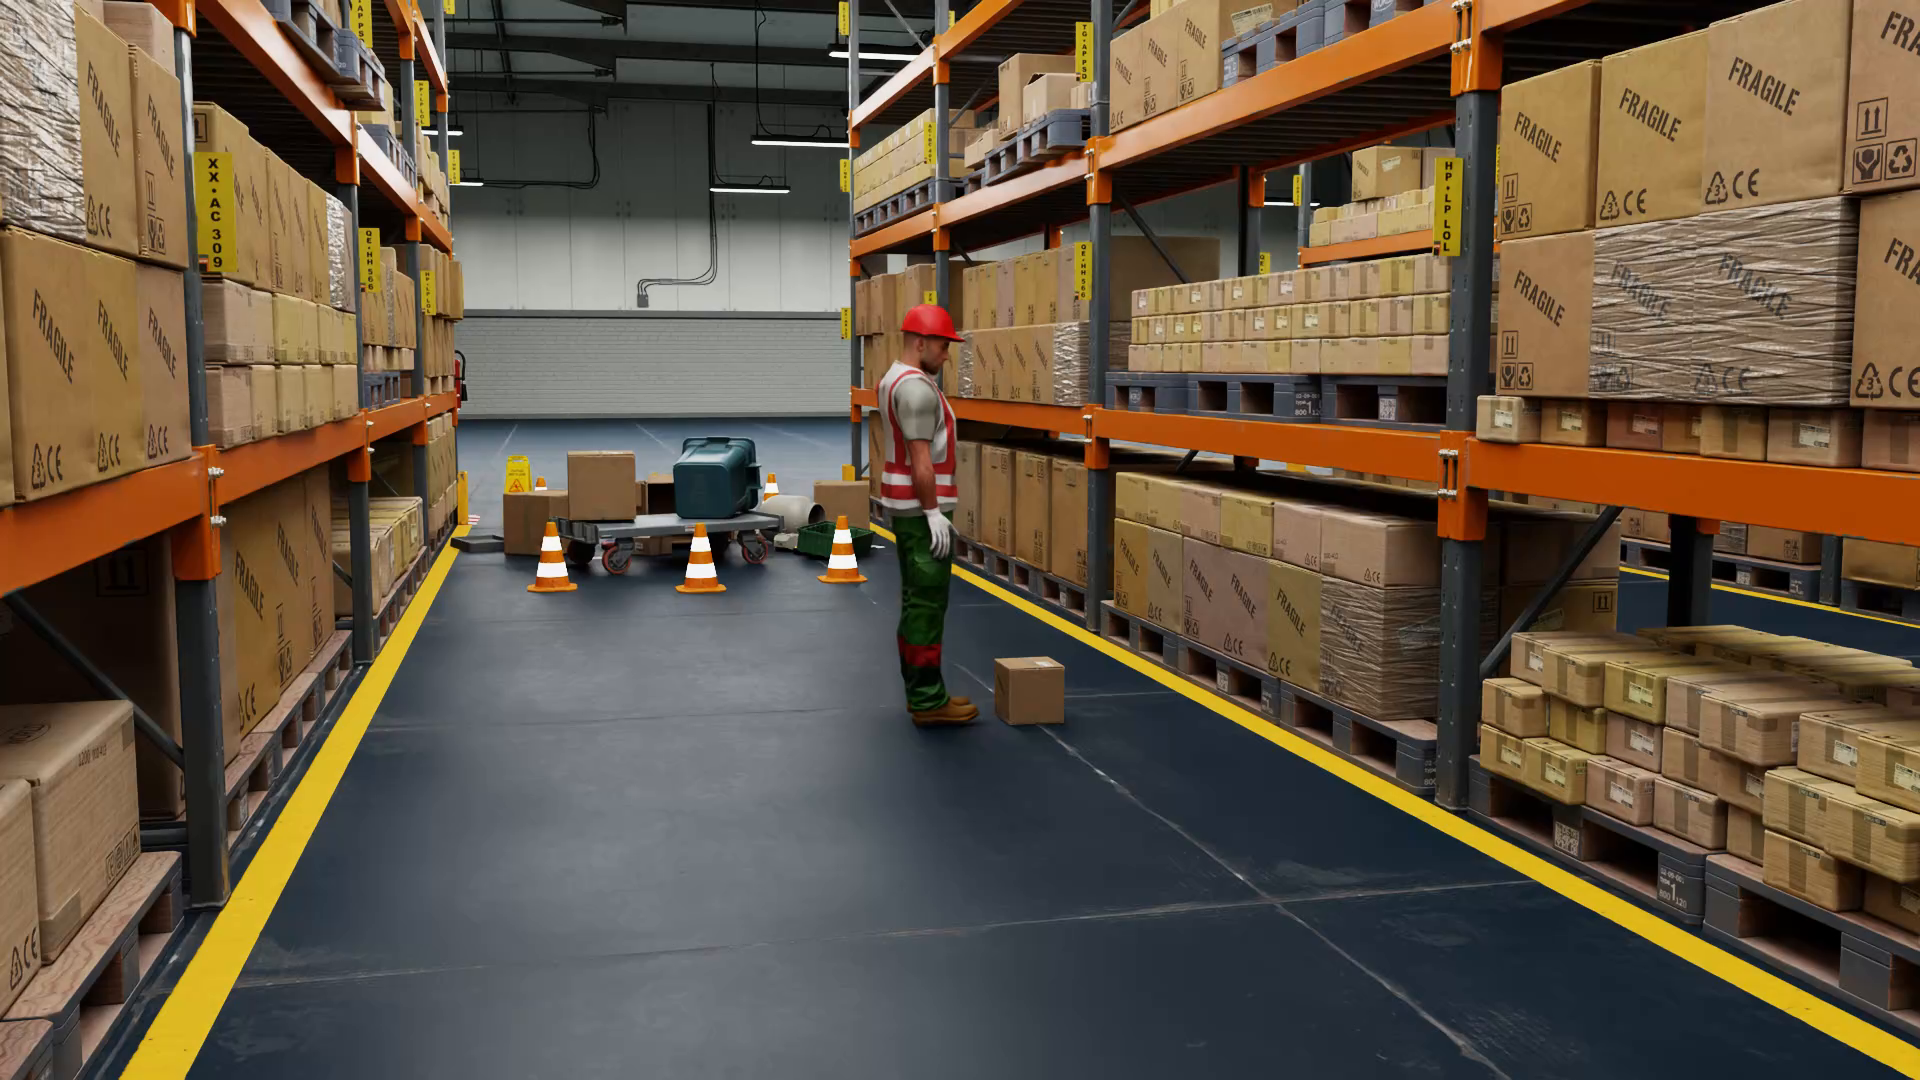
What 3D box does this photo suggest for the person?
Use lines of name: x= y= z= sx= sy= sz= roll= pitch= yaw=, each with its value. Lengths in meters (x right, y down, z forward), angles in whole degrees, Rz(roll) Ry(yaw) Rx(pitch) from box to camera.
person: x=-0.121 y=-0.109 z=7.138 sx=0.434 sy=1.791 sz=0.556 roll=-1 pitch=6 yaw=-13
